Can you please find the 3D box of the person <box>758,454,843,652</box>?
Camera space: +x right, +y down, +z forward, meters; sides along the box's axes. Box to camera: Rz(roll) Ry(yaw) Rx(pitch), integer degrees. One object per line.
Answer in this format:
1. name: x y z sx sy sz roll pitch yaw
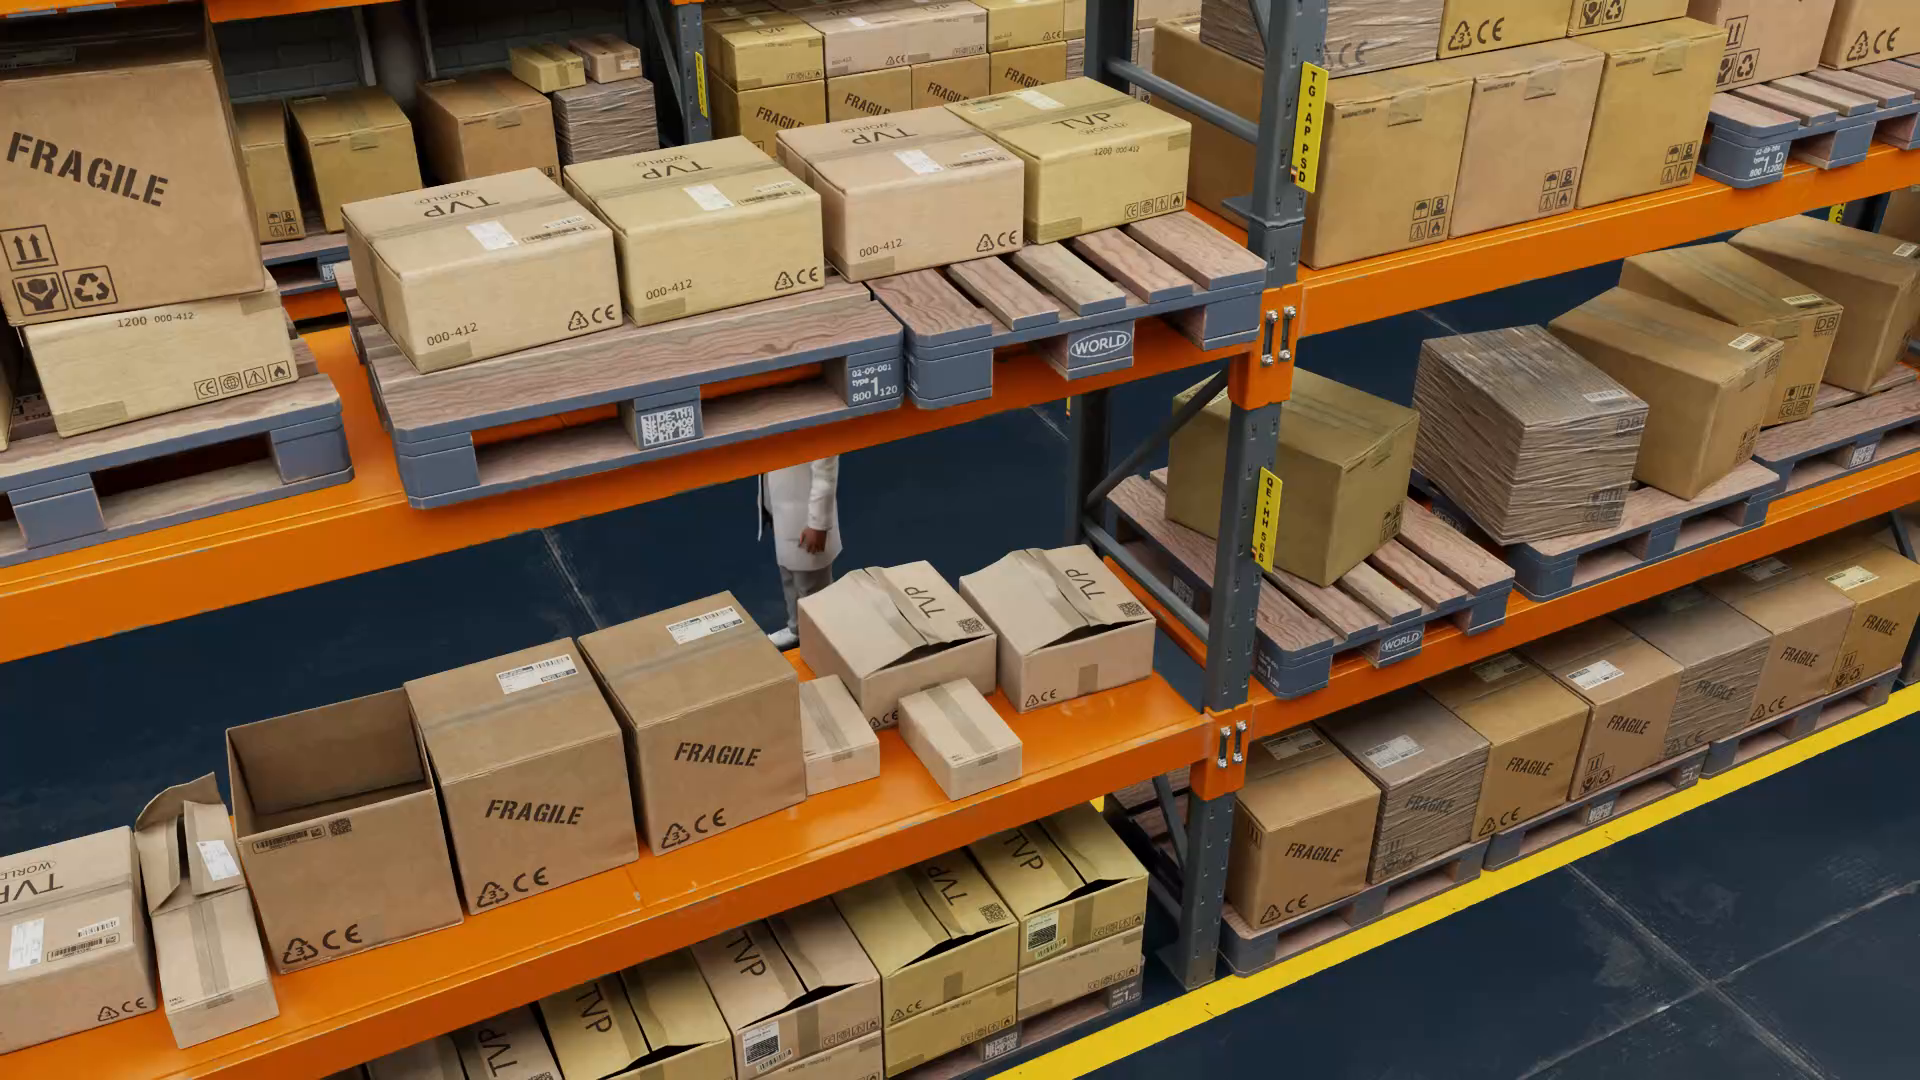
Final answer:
1. person: -0.722 -0.150 7.396 0.399 1.800 0.570 -15 36 -22
